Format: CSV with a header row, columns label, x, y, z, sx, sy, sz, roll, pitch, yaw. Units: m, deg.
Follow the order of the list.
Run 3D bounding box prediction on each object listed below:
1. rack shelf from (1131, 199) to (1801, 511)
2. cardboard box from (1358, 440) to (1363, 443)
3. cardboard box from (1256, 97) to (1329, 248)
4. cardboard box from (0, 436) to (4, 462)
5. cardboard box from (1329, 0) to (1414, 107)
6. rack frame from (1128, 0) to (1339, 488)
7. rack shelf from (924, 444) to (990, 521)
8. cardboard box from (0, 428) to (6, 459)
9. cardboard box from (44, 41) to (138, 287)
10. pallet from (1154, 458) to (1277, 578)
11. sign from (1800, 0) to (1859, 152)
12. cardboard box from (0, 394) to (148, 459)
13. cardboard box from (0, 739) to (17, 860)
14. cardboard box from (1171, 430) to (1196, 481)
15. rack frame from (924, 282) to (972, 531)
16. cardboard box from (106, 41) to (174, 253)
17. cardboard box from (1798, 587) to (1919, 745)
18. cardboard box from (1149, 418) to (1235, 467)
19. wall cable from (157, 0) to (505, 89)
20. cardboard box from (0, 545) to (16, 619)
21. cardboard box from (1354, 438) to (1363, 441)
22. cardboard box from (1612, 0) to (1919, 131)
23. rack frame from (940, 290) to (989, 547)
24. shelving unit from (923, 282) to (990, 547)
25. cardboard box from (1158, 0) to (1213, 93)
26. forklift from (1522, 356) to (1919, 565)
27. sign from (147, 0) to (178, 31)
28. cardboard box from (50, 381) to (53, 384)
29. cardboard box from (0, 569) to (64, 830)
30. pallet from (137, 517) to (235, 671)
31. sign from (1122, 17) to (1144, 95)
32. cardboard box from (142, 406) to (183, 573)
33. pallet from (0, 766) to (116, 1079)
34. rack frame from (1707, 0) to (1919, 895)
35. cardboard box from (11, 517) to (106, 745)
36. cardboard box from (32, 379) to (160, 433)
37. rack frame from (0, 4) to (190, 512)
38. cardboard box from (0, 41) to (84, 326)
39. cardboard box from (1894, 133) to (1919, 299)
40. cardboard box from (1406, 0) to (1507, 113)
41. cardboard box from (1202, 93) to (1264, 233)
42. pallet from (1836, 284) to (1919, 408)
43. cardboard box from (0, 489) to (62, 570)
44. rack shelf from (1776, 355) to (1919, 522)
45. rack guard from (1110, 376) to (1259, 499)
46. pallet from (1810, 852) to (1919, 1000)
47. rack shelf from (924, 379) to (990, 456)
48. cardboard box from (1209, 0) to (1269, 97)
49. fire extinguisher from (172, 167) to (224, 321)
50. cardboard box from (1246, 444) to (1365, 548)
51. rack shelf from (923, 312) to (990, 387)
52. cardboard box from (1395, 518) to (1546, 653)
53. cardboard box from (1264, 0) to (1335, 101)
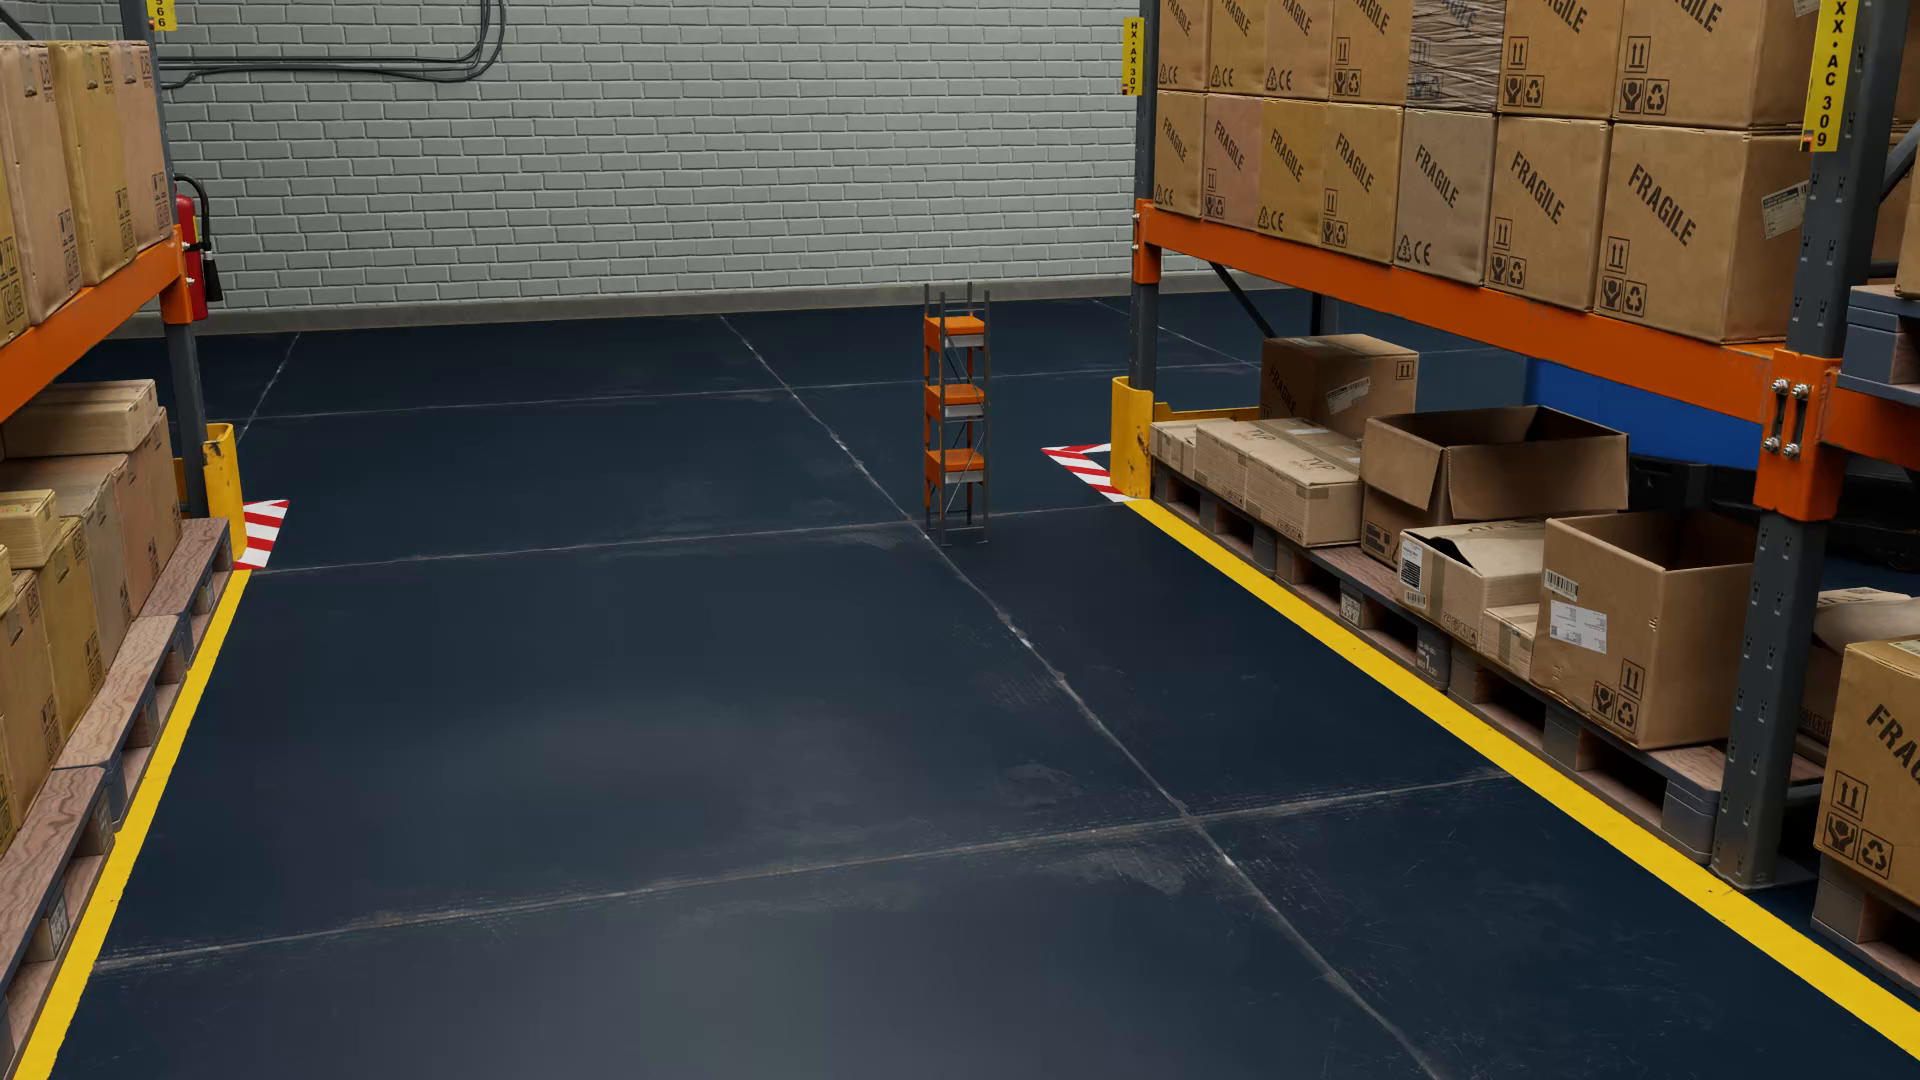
label,x,y,z,sx,sy,sz,roll,pitch,yaw
rack shelf,1.827,-0.835,5.767,1.077,0.370,4.000,-5,17,-15
cardboard box,1.896,-0.230,6.519,0.500,0.250,0.500,-5,17,-15
cardboard box,1.428,-1.355,6.076,0.500,0.500,0.500,-5,17,-15
cardboard box,-3.214,-0.278,5.151,0.380,0.149,0.250,-5,17,-15
cardboard box,1.570,-1.692,5.460,0.500,0.500,0.500,-5,17,-16
rack frame,1.278,-1.732,7.505,1.000,3.000,0.127,-5,17,-15
rack shelf,-0.015,-0.241,6.933,0.215,0.259,0.240,-5,17,-15
cardboard box,-3.282,-0.347,5.382,0.380,0.149,0.250,-5,17,-15
cardboard box,-3.124,-1.143,5.021,0.980,0.700,0.700,-5,17,-16
pallet,1.519,-0.155,7.102,1.003,0.211,1.213,-5,17,-15
sign,1.857,-0.995,3.547,0.100,0.325,0.005,-5,17,-15
cardboard box,-2.914,-0.377,5.480,0.380,0.149,0.250,-4,17,-14
cardboard box,-2.492,0.548,3.529,0.700,0.500,0.500,-4,17,-15
cardboard box,1.131,-0.374,7.143,0.380,0.166,0.250,-5,17,-15
rack frame,-0.048,-0.551,6.963,0.200,1.050,0.008,-5,17,-15
cardboard box,-3.334,-1.343,5.688,0.980,0.700,0.700,-4,17,-13
cardboard box,2.470,0.318,4.589,0.500,0.311,0.500,-5,17,-15
cardboard box,1.062,-0.435,7.376,0.380,0.149,0.250,-5,17,-15
wall cable,-4.695,-4.318,11.084,3.097,2.526,0.112,-5,17,-15
cardboard box,-2.411,0.128,3.799,0.380,0.149,0.250,-4,17,-13
cardboard box,1.689,-0.336,7.017,0.380,0.166,0.250,-5,17,-15
cardboard box,1.989,-1.272,4.061,0.500,0.500,0.500,-5,17,-15
rack frame,0.019,-0.484,6.738,0.200,1.050,0.008,-5,17,-15
shelving unit,-0.015,-0.518,6.850,0.215,1.050,0.252,-5,17,-15
cardboard box,1.146,-2.115,6.869,0.500,0.500,0.500,-4,17,-14
forklift,3.966,-1.421,6.587,3.031,2.935,1.130,12,21,35
sign,-2.959,-2.047,6.127,0.100,0.325,0.005,-5,17,-15
cardboard box,-3.422,-0.487,5.848,0.380,0.149,0.250,-5,17,-15
cardboard box,-2.627,0.409,3.993,0.700,0.500,0.500,-5,17,-16
pallet,-3.189,0.211,5.883,1.003,0.211,1.213,-5,17,-15
sign,0.756,-2.104,7.238,0.100,0.325,0.005,-5,17,-15
cardboard box,-3.196,-0.158,5.879,0.700,0.500,0.500,-5,17,-15
pallet,-2.519,0.886,3.636,1.003,0.211,1.213,-5,17,-15
rack frame,2.377,-0.626,3.822,1.000,3.000,0.127,-5,17,-15
cardboard box,-2.766,0.266,4.466,0.700,0.500,0.500,-4,17,-14
cardboard box,-2.985,-0.447,5.715,0.380,0.149,0.250,-5,17,-16
rack frame,-3.481,-1.340,6.199,0.949,2.616,0.053,-5,17,-15
cardboard box,-2.923,-0.931,4.316,0.980,0.700,0.700,-6,18,-18
cardboard box,2.292,-0.726,3.252,0.700,0.500,0.500,-12,20,-34
cardboard box,1.707,-1.553,4.996,0.500,0.500,0.500,-5,17,-15
cardboard box,1.293,-1.494,6.539,0.500,0.500,0.500,-5,17,-16
pallet,2.492,-0.304,3.085,1.003,0.211,1.213,-5,17,-15
cardboard box,-2.554,-0.016,4.280,0.380,0.149,0.250,-5,17,-17
rack shelf,2.927,0.272,2.084,1.077,0.370,4.000,-5,17,-15
rack guard,1.299,-0.514,7.795,1.175,0.500,0.348,-5,17,-15
pallet,2.637,0.932,3.484,1.003,0.211,1.213,-5,17,-15
rack shelf,-0.015,-0.507,6.853,0.215,0.259,0.240,-5,17,-15
cardboard box,1.297,-1.971,6.389,0.500,0.500,0.500,-5,17,-15
fire extinguisher,-3.082,-1.202,6.523,0.296,0.674,0.183,-5,17,-15
cardboard box,1.429,-0.177,6.341,0.500,0.250,0.500,-5,17,-15
rack shelf,-0.015,-0.779,6.772,0.215,0.259,0.240,-5,17,-15
cardboard box,1.742,0.108,5.286,0.500,0.311,0.500,-5,17,-15
cardboard box,1.430,-1.833,5.927,0.500,0.500,0.500,-4,17,-14
